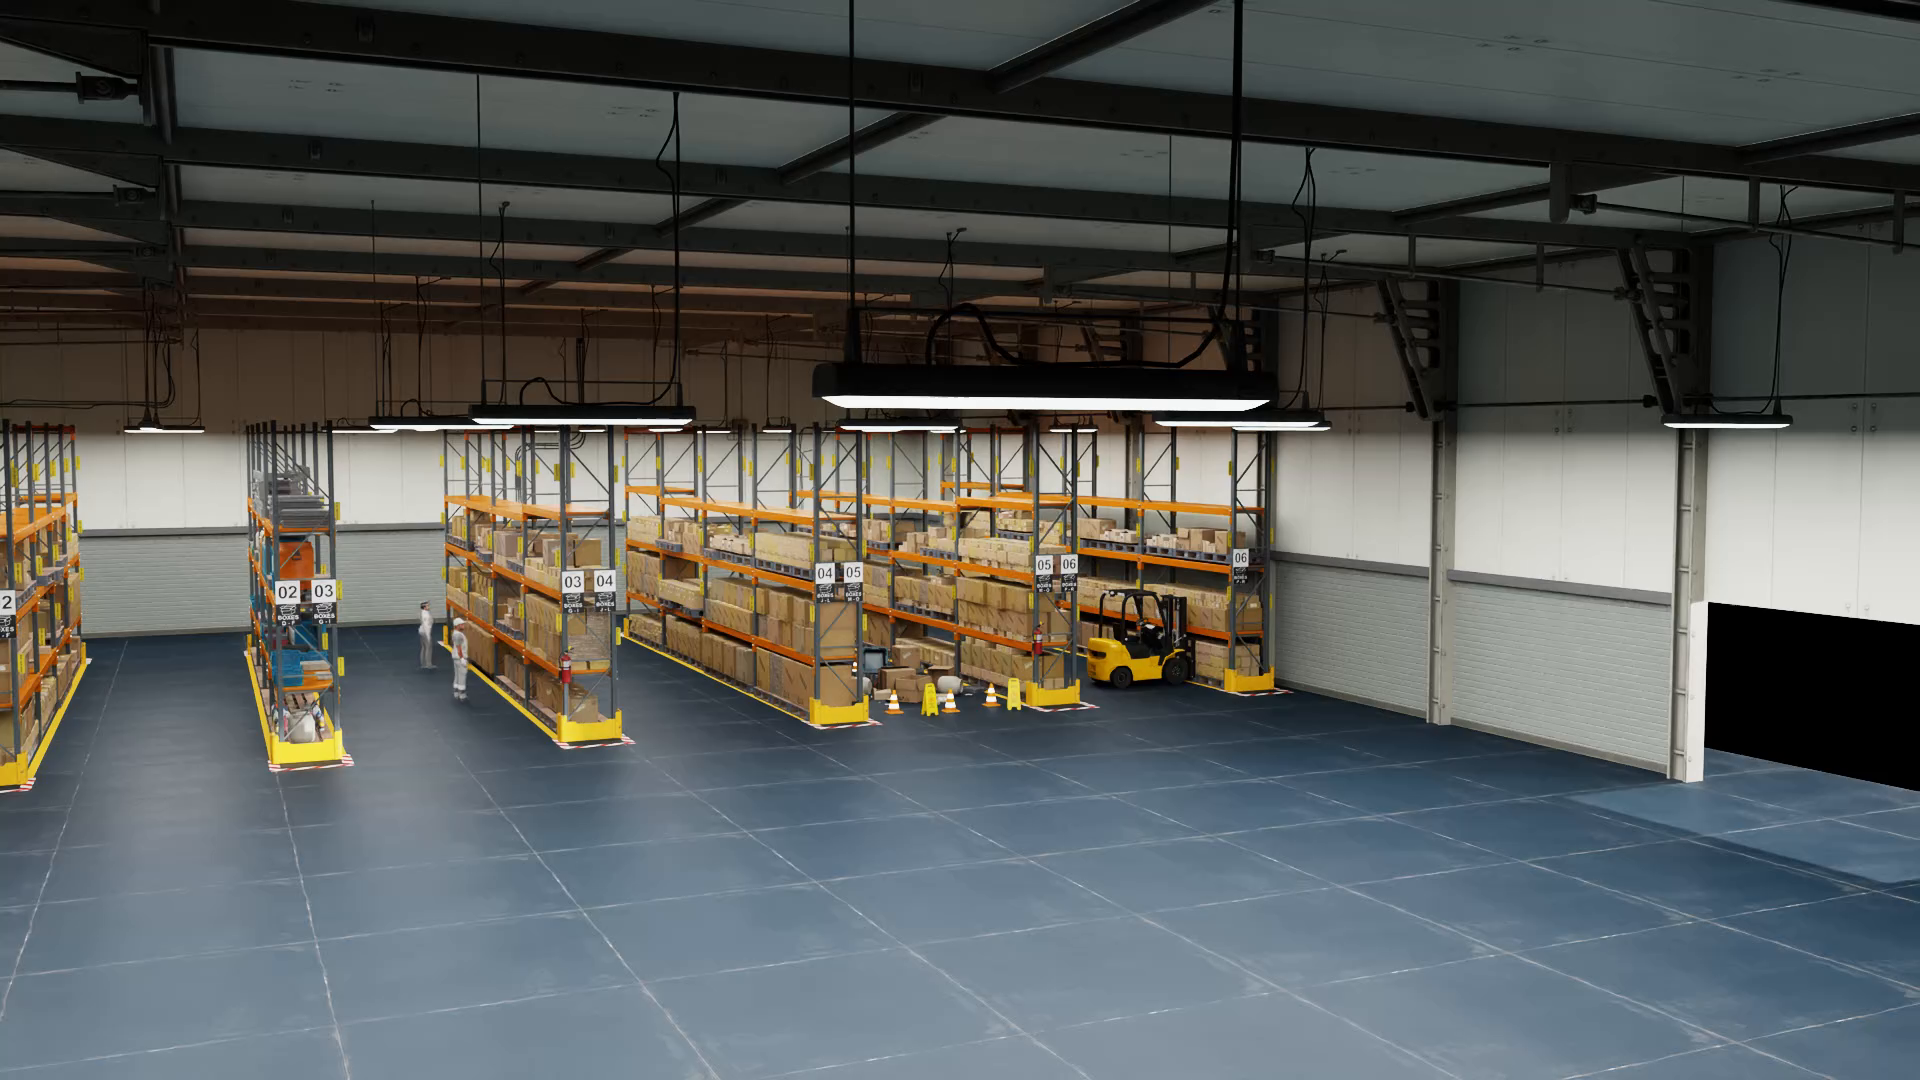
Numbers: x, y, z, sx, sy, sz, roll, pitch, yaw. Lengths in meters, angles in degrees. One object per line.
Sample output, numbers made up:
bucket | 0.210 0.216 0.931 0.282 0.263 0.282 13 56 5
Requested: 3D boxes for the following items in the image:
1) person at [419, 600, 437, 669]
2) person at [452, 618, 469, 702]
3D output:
person | -13.080 2.316 40.880 0.399 1.684 0.539 -2 4 -30
person | -10.782 2.577 35.959 0.420 1.796 0.563 -3 4 -37
